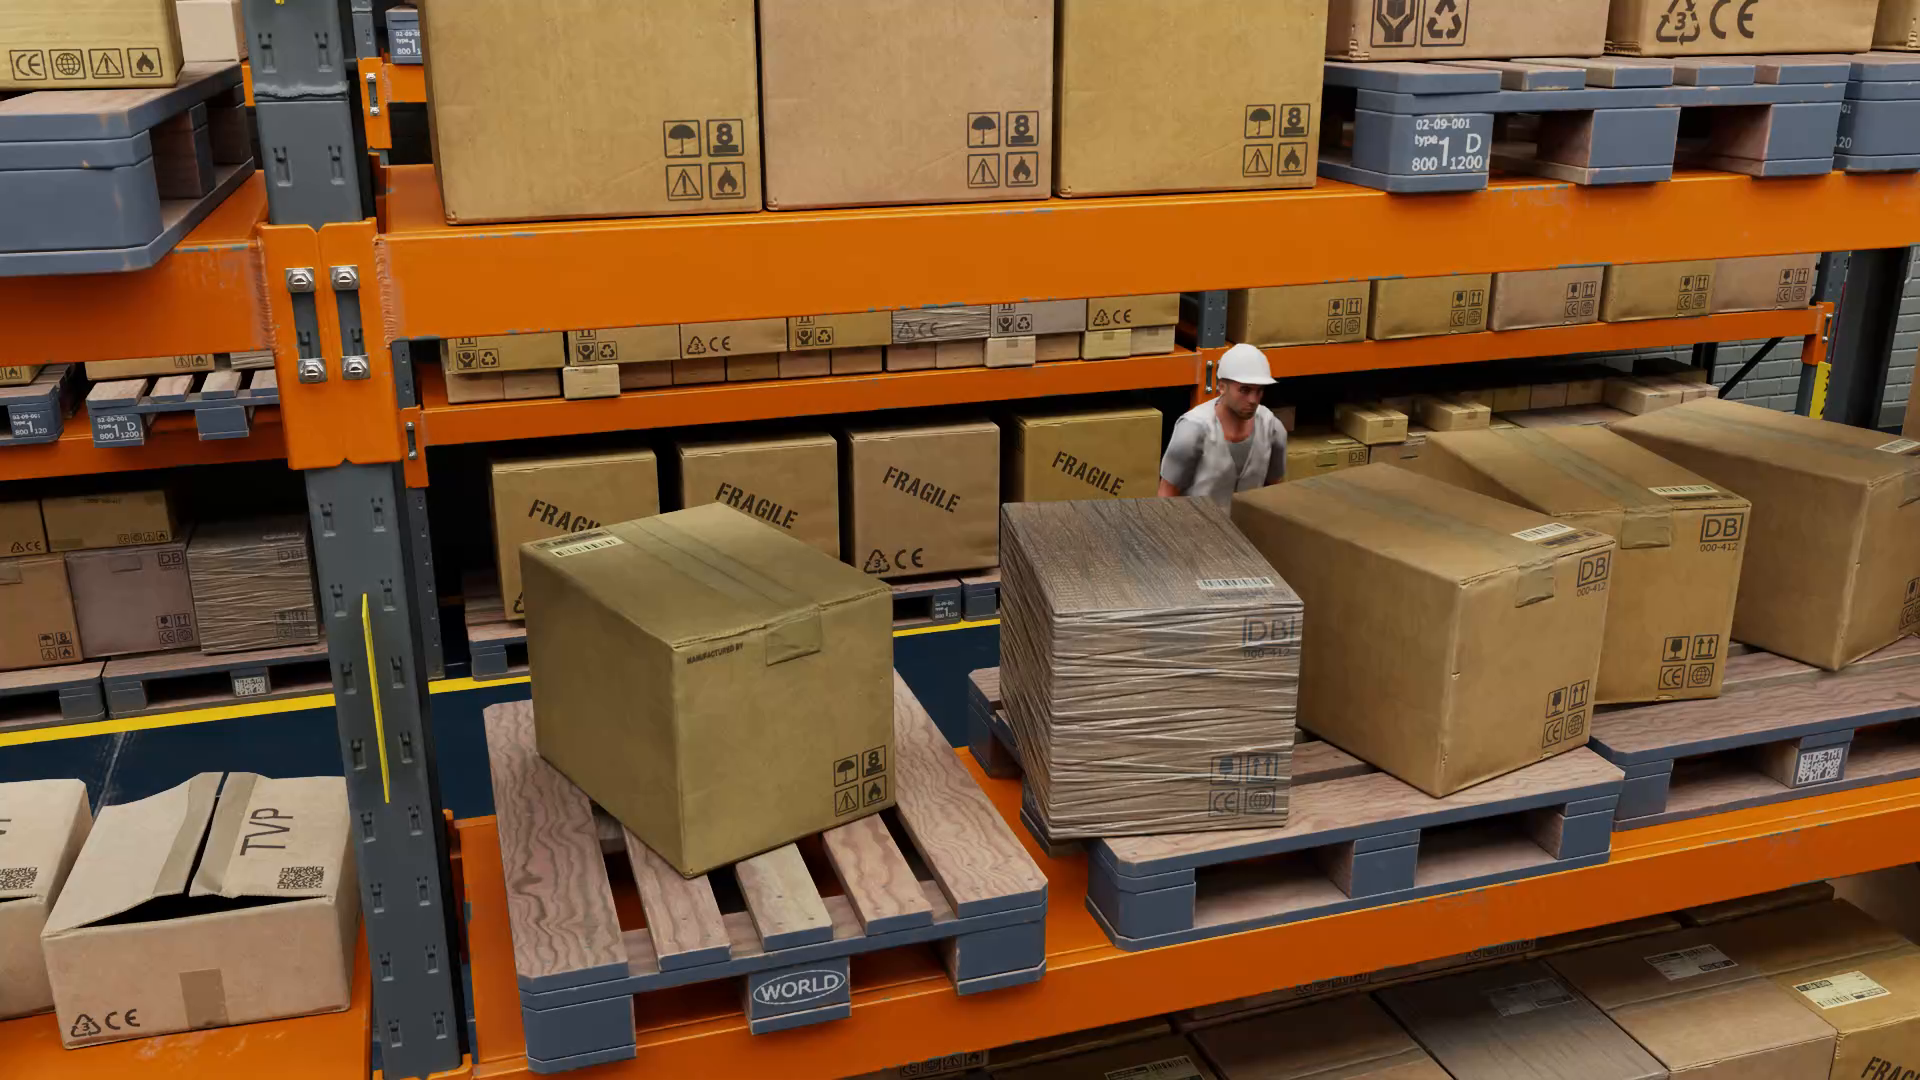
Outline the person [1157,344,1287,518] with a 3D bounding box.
[{"bbox_3d":[1.086,0.057,6.877,0.607,1.780,0.449,-6,20,-17],"label":"person"}]
